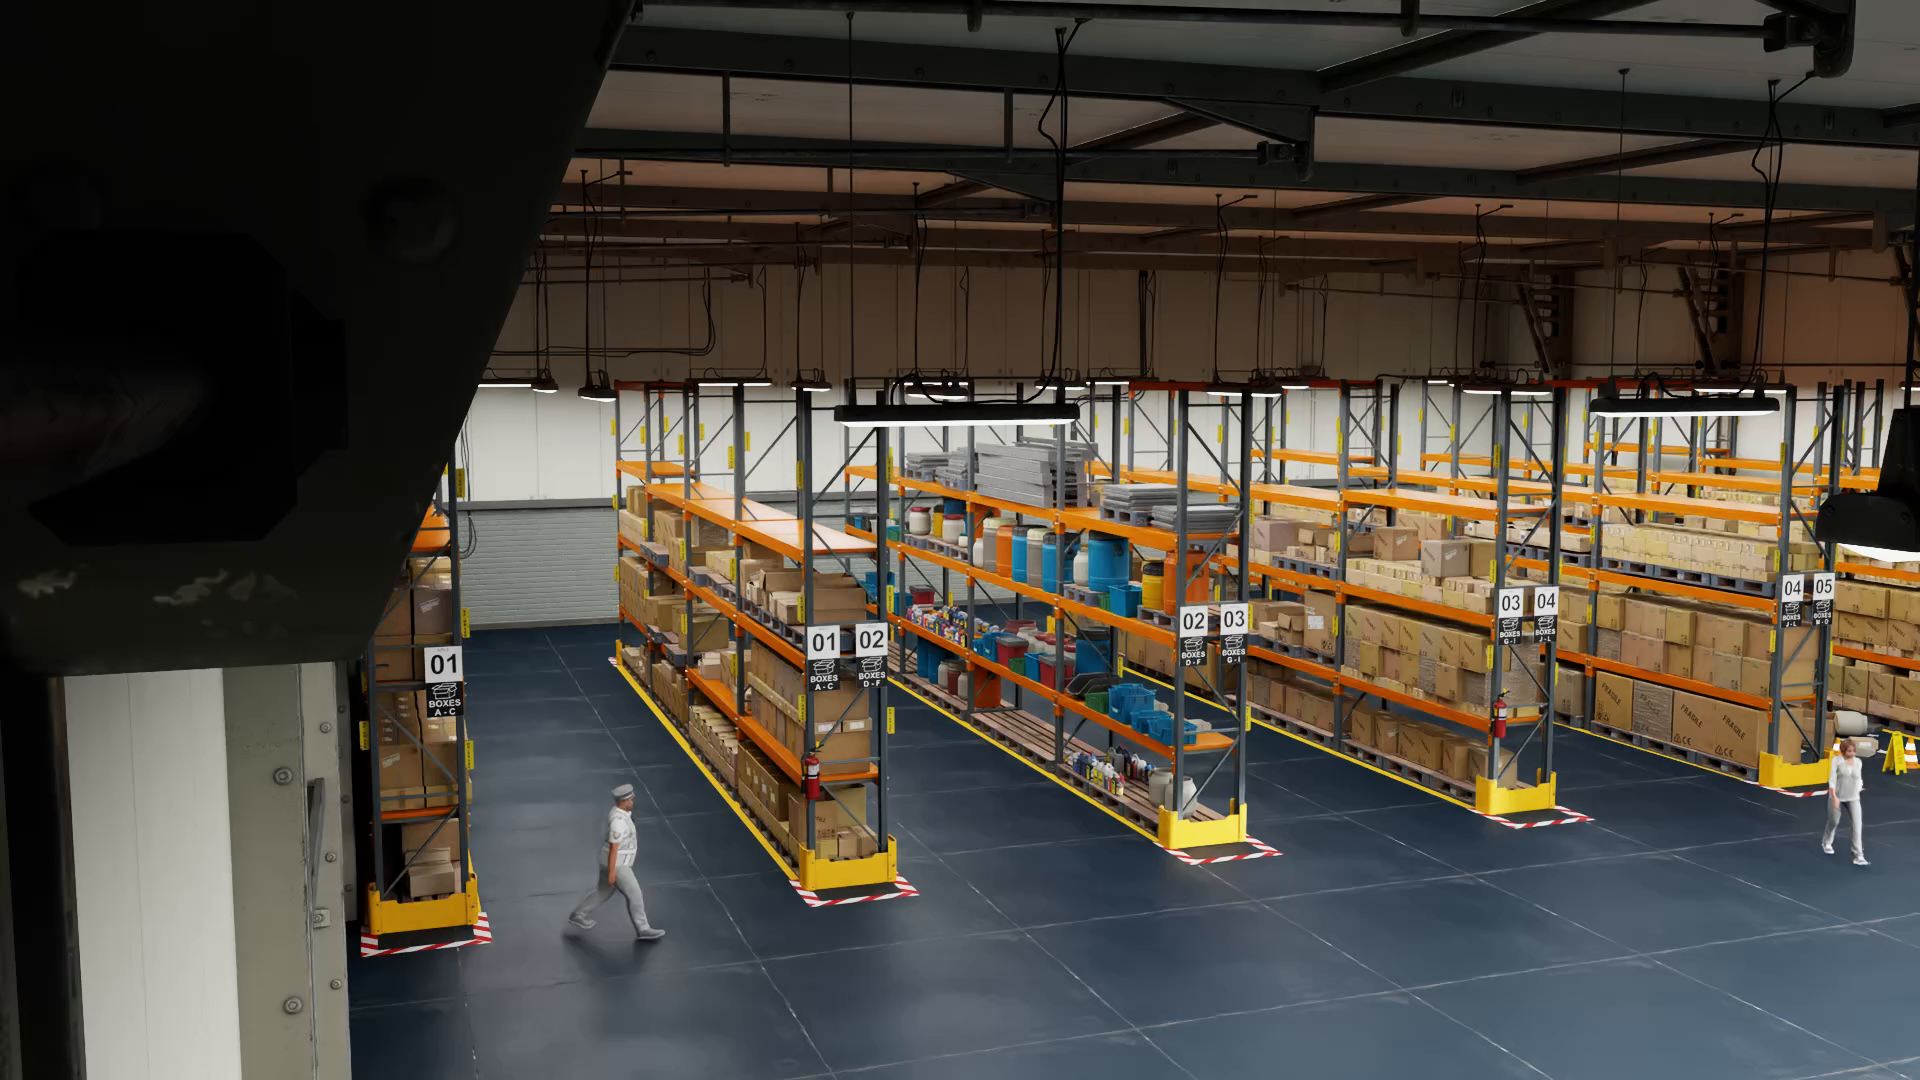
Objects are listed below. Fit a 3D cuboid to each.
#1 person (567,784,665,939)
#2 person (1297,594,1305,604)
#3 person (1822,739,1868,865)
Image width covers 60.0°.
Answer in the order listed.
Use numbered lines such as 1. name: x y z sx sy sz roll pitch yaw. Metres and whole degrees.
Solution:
1. person: -3.794 3.544 18.354 1.088 1.703 0.555 0 6 -2
2. person: 8.580 1.108 41.380 1.027 1.653 0.515 0 6 2
3. person: 11.301 3.308 21.215 0.425 1.563 0.818 2 6 16
